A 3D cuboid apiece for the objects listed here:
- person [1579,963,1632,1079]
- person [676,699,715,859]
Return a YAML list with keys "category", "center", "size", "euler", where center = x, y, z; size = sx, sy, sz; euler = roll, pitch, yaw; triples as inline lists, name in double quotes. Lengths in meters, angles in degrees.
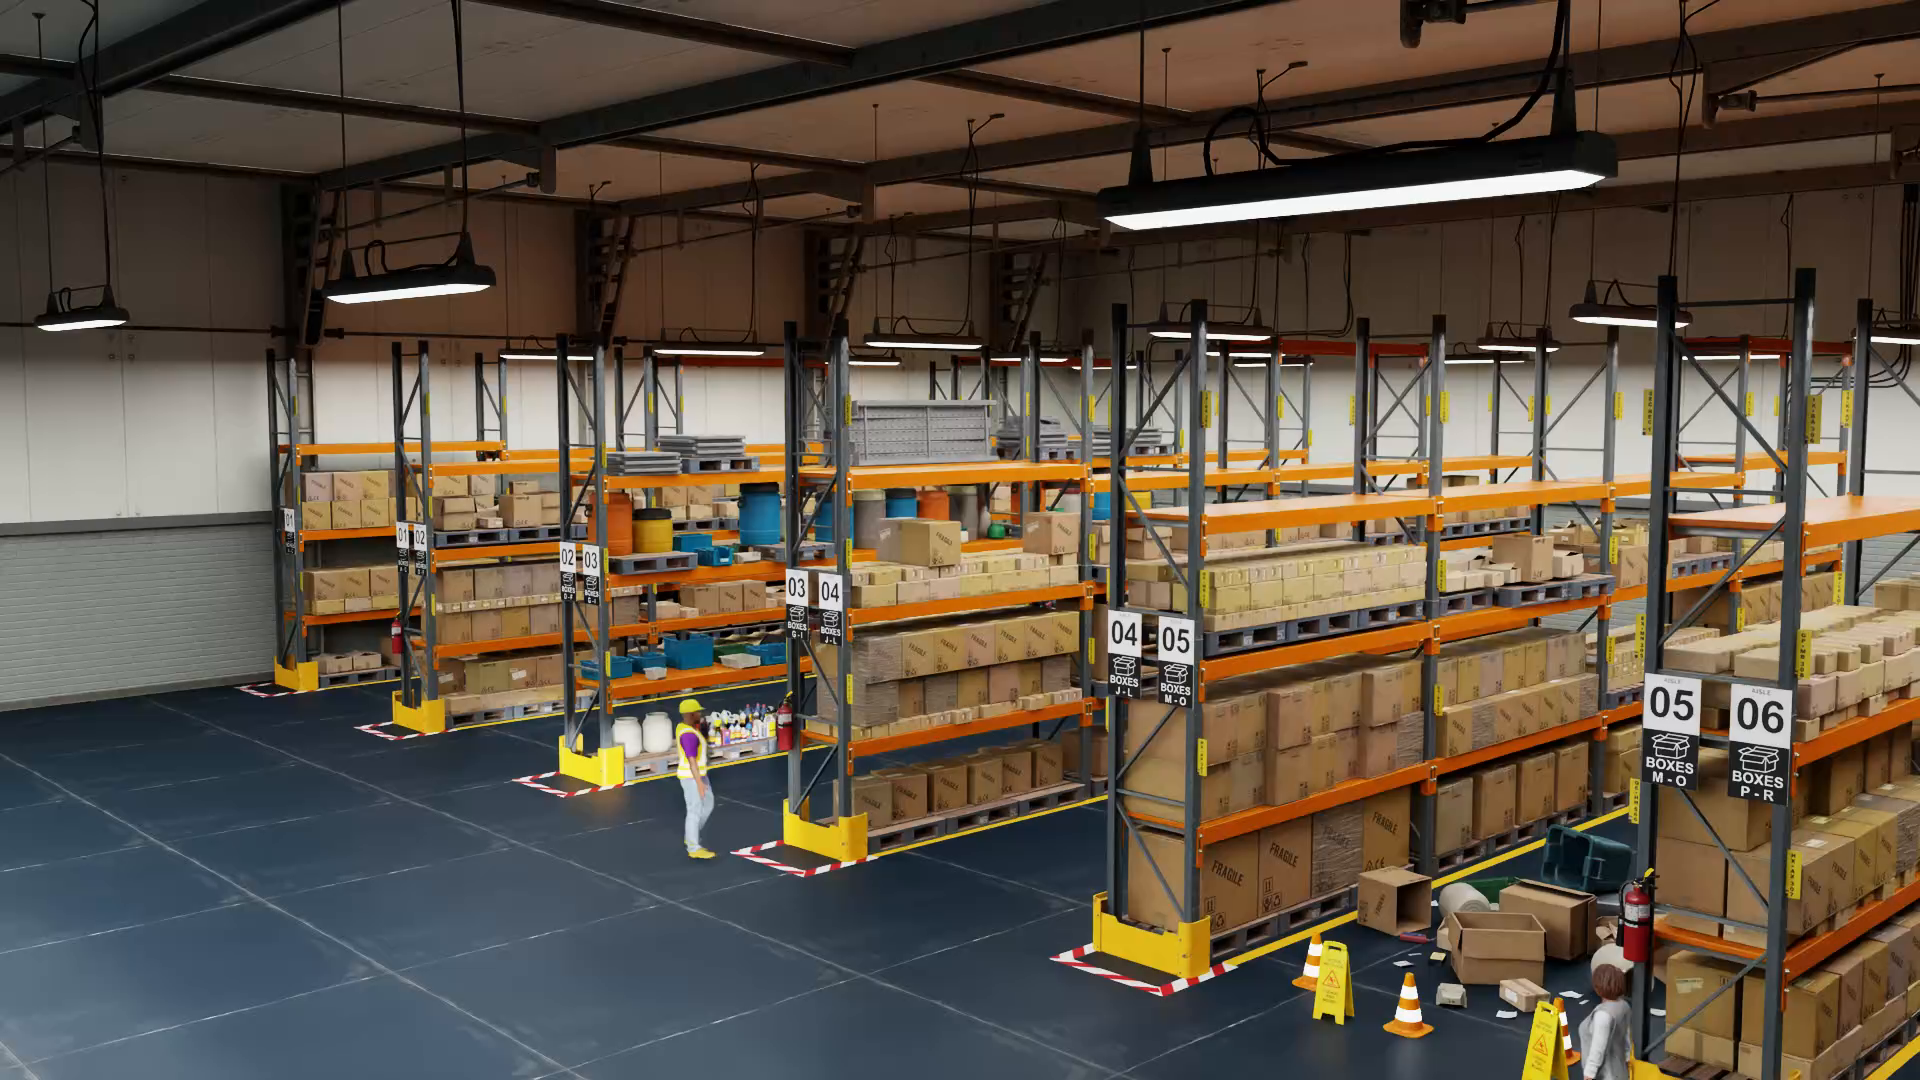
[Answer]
- category: "person"
  center: [4.120, 3.458, 10.559]
  size: [0.887, 1.558, 0.380]
  euler: [1, 5, 11]
- category: "person"
  center: [-2.971, 2.686, 18.675]
  size: [0.464, 1.808, 0.603]
  euler: [0, 5, 1]
